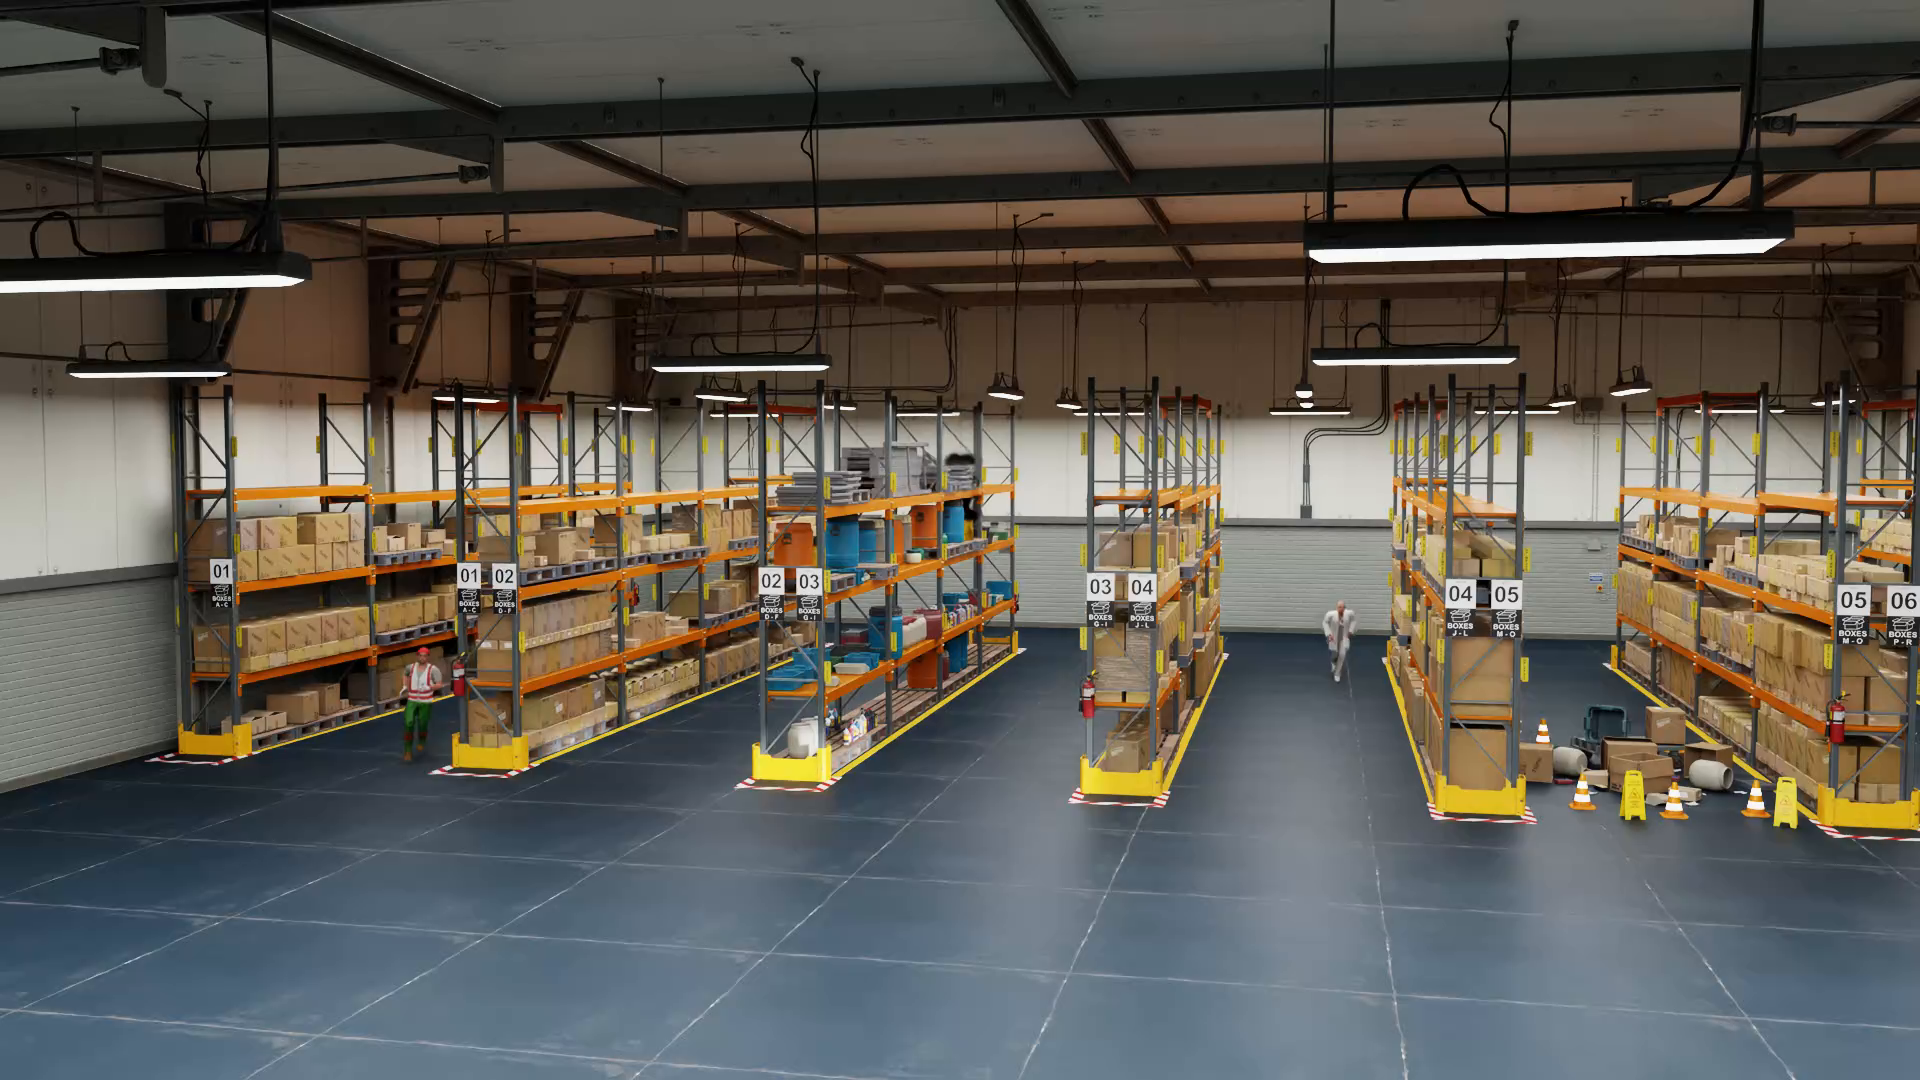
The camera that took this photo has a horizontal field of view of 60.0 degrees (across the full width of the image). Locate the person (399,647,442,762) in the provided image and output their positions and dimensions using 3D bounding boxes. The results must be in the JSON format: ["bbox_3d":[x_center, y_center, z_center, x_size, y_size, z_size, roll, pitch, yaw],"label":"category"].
[{"bbox_3d":[-8.689,2.629,26.828,0.675,1.834,0.840,-1,3,-9],"label":"person"}]

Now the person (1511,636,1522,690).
[{"bbox_3d":[11.055,2.312,33.604,0.576,1.675,1.091,1,3,15],"label":"person"}]

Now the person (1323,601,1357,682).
[{"bbox_3d":[8.184,2.159,35.948,0.715,1.733,0.948,0,3,2],"label":"person"}]
